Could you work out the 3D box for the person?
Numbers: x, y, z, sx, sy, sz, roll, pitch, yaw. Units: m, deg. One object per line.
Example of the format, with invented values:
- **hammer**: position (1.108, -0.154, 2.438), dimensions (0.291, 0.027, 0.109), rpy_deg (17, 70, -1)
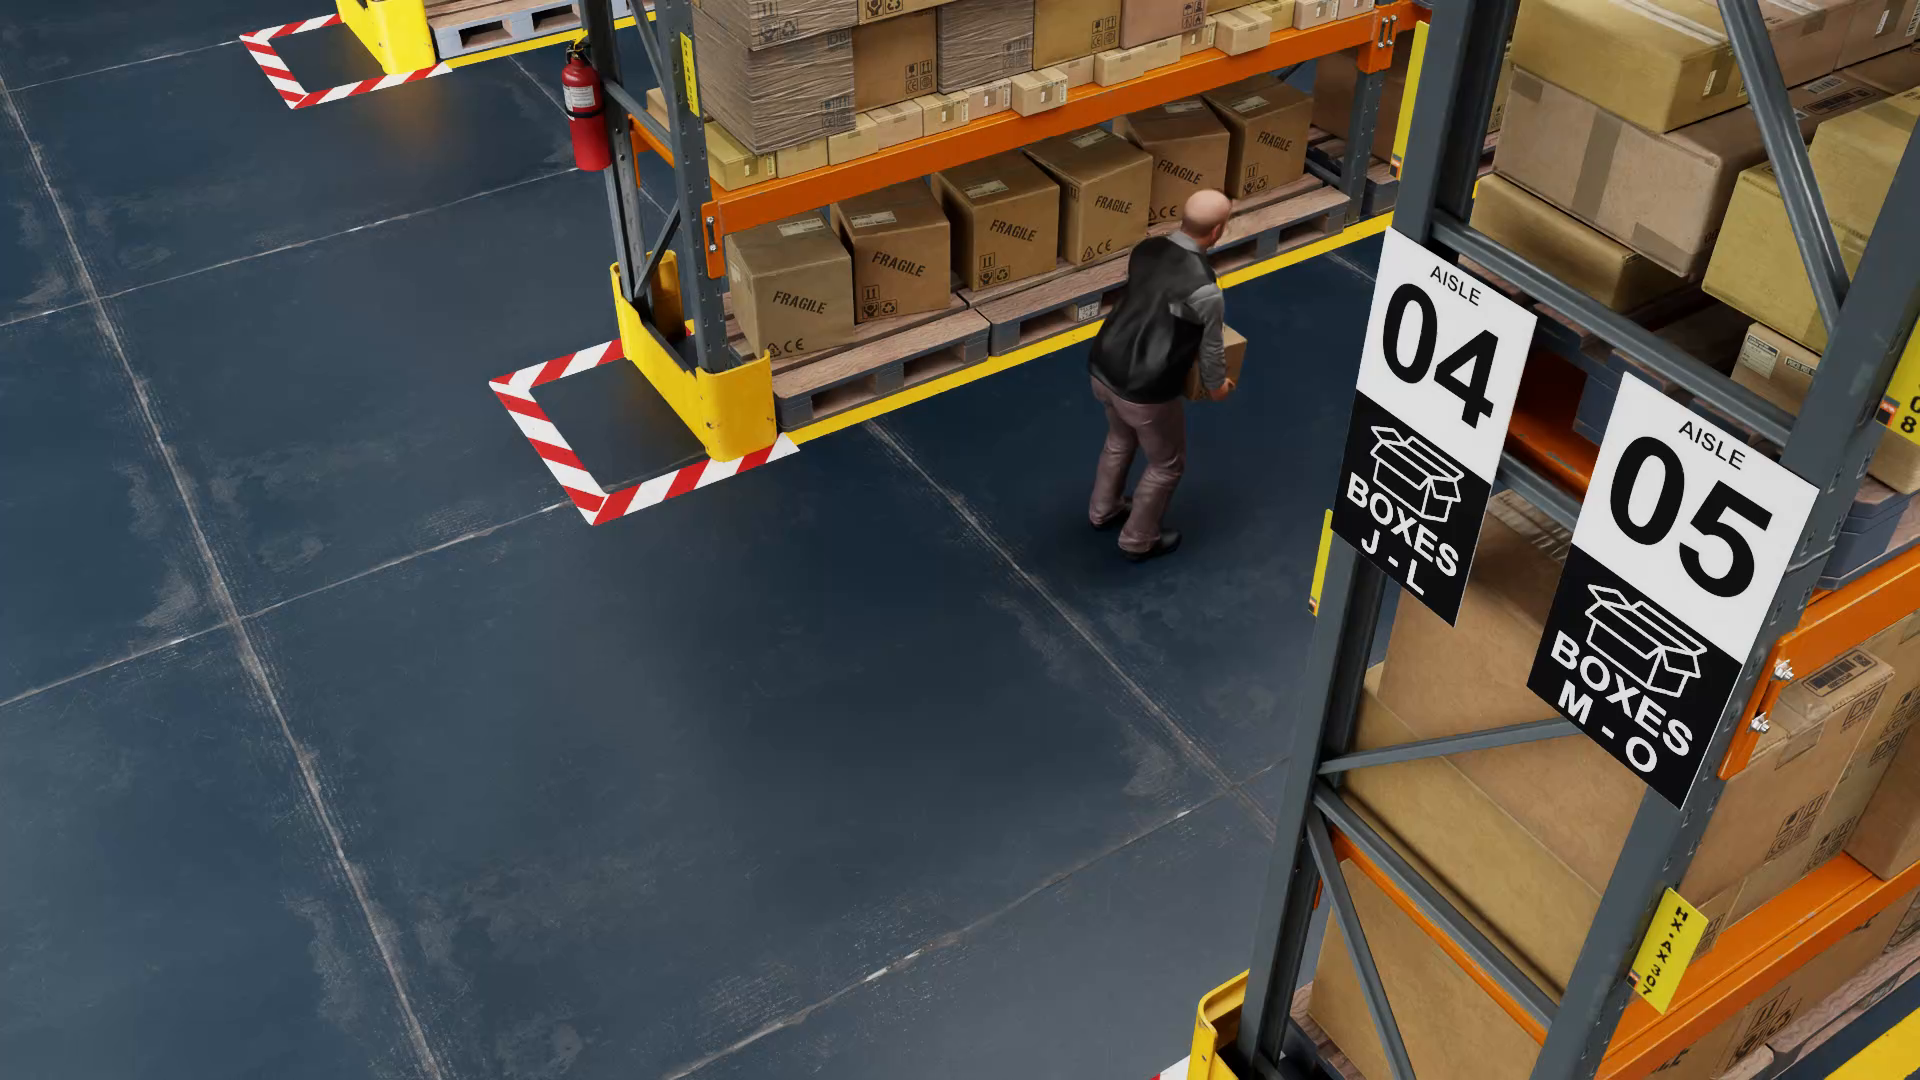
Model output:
- **person**: position (0.840, -0.688, 7.043), dimensions (0.615, 1.647, 0.477), rpy_deg (-23, 46, -25)
